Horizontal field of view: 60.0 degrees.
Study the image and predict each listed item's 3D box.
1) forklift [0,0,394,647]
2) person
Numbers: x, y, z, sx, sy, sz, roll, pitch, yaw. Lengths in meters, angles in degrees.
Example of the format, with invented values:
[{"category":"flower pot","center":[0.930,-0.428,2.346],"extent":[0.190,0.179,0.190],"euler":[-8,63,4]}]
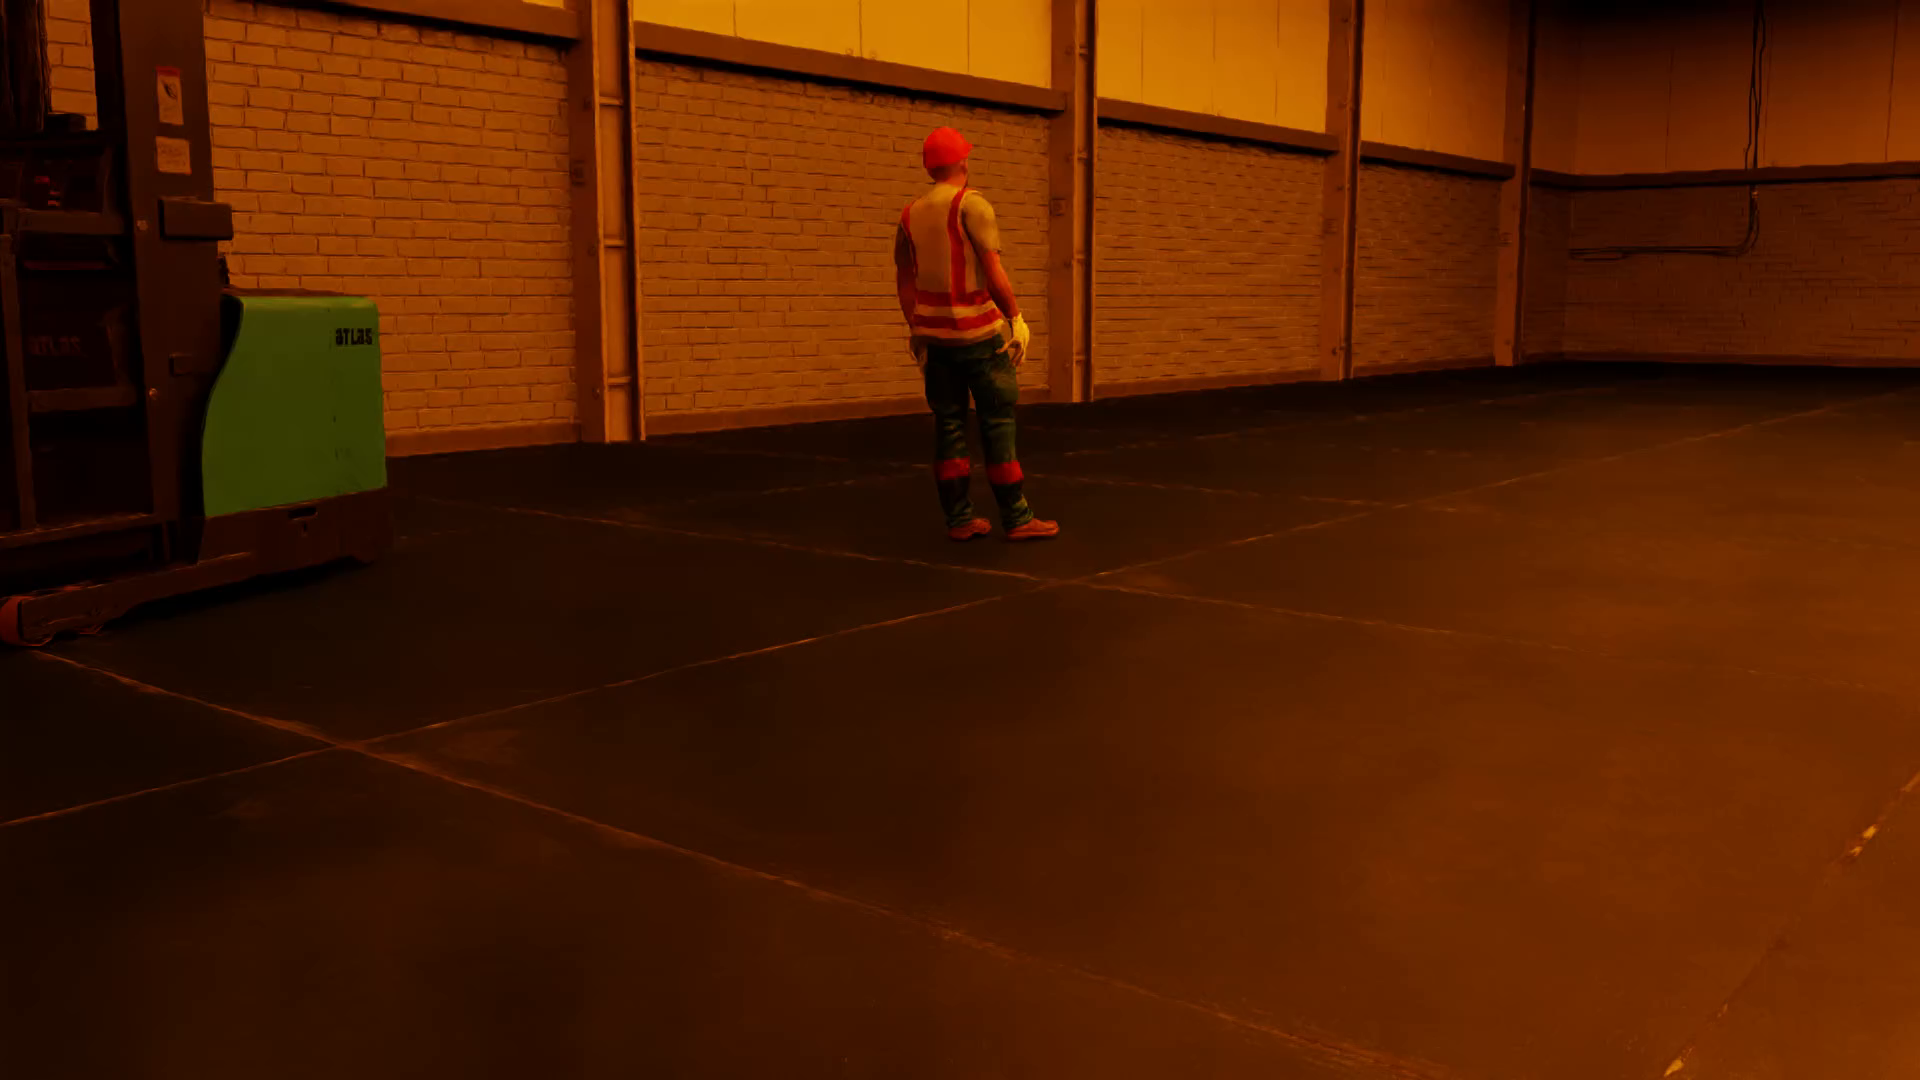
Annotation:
[{"category":"forklift","center":[-3.263,-1.183,5.370],"extent":[1.130,2.935,3.031],"euler":[3,9,19]},{"category":"person","center":[0.059,-0.898,7.330],"extent":[0.637,1.783,0.563],"euler":[7,11,38]}]
